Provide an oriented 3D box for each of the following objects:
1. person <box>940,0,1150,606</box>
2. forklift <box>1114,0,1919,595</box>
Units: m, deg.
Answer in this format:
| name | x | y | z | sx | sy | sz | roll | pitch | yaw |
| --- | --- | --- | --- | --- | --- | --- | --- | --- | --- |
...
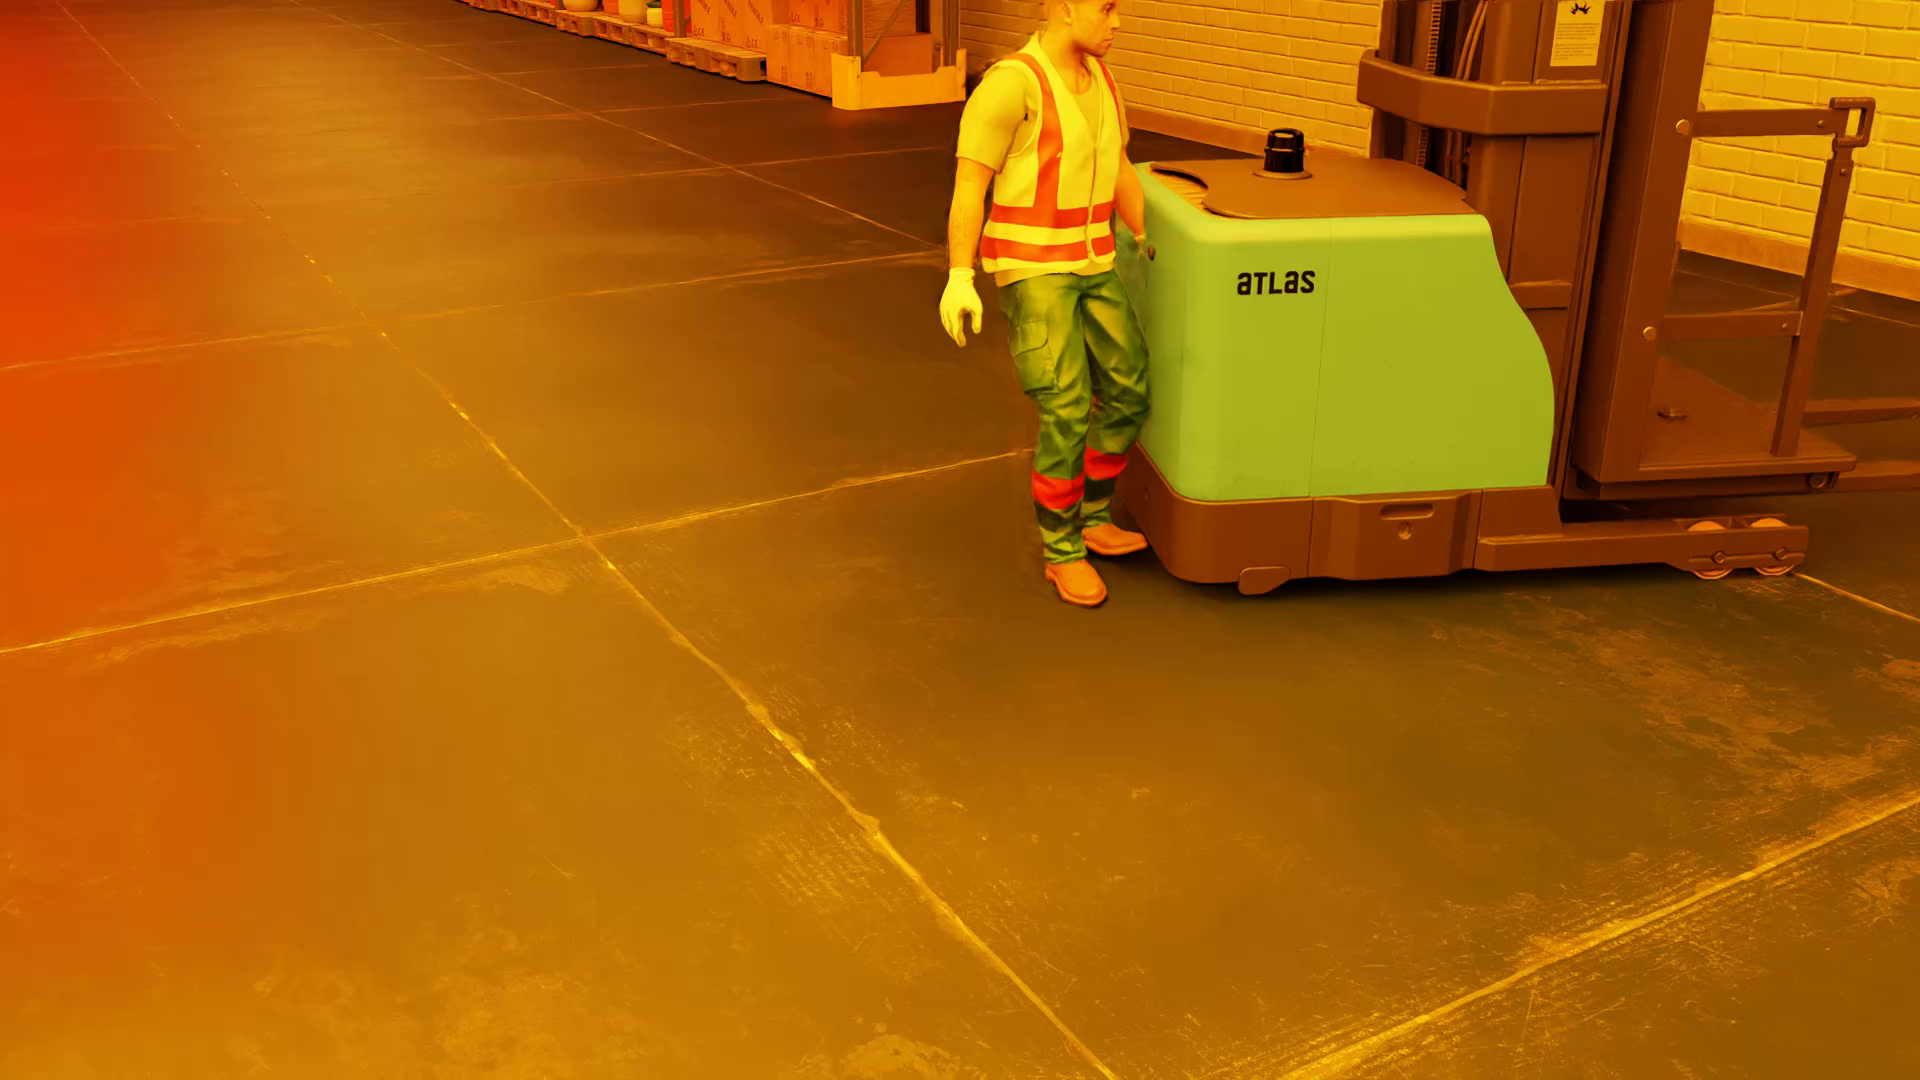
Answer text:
| name | x | y | z | sx | sy | sz | roll | pitch | yaw |
| --- | --- | --- | --- | --- | --- | --- | --- | --- | --- |
| person | 0.336 | -0.732 | 4.633 | 0.534 | 1.750 | 0.795 | 19 | 29 | 39 |
| forklift | 2.033 | -1.437 | 4.775 | 3.031 | 2.935 | 1.130 | -3 | 22 | -7 |
